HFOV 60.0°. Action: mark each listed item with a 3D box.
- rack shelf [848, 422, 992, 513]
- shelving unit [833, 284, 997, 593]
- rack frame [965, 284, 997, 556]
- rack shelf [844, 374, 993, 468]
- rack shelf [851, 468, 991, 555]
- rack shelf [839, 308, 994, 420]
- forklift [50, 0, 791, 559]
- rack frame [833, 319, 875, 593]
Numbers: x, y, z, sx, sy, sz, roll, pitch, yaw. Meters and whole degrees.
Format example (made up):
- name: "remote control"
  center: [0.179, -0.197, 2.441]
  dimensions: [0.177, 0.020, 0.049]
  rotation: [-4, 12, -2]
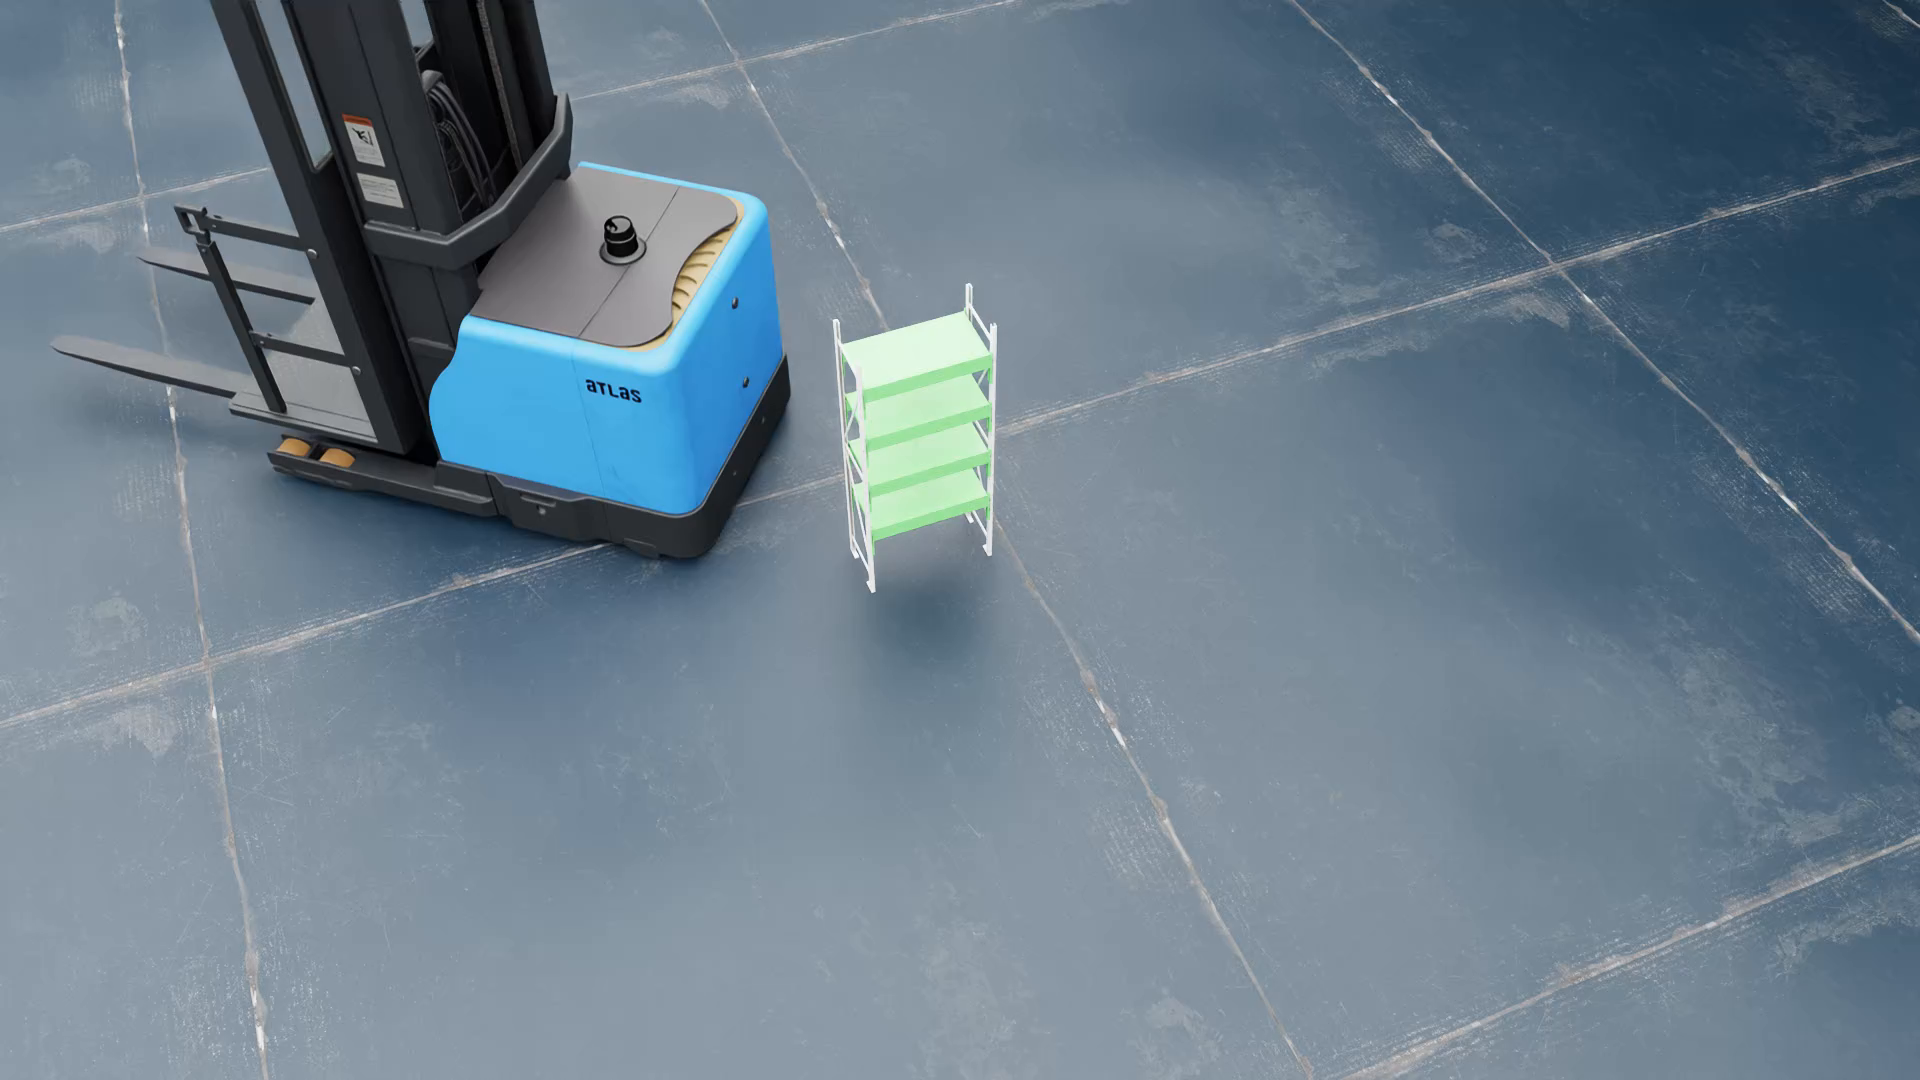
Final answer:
- name: "rack shelf"
  center: [-0.153, -0.302, 6.143]
  dimensions: [0.480, 0.148, 0.258]
  rotation: [-17, 52, -14]
- name: "shelving unit"
  center: [-0.153, -0.343, 6.095]
  dimensions: [0.503, 1.200, 0.258]
  rotation: [-17, 52, -14]
- name: "rack frame"
  center: [0.073, -0.413, 6.155]
  dimensions: [0.015, 1.200, 0.240]
  rotation: [-17, 52, -14]
- name: "rack shelf"
  center: [-0.153, -0.458, 5.961]
  dimensions: [0.480, 0.148, 0.258]
  rotation: [-17, 52, -14]
- name: "rack shelf"
  center: [-0.153, -0.145, 6.325]
  dimensions: [0.480, 0.148, 0.258]
  rotation: [-17, 52, -14]
- name: "rack shelf"
  center: [-0.153, -0.615, 5.779]
  dimensions: [0.480, 0.148, 0.258]
  rotation: [-17, 52, -14]
- name: "forklift"
  center: [-2.290, -1.535, 5.977]
  dimensions: [3.031, 2.935, 1.130]
  rotation: [13, 51, 11]
- name: "rack frame"
  center: [-0.379, -0.273, 6.035]
  dimensions: [0.015, 1.200, 0.240]
  rotation: [-17, 52, -14]
